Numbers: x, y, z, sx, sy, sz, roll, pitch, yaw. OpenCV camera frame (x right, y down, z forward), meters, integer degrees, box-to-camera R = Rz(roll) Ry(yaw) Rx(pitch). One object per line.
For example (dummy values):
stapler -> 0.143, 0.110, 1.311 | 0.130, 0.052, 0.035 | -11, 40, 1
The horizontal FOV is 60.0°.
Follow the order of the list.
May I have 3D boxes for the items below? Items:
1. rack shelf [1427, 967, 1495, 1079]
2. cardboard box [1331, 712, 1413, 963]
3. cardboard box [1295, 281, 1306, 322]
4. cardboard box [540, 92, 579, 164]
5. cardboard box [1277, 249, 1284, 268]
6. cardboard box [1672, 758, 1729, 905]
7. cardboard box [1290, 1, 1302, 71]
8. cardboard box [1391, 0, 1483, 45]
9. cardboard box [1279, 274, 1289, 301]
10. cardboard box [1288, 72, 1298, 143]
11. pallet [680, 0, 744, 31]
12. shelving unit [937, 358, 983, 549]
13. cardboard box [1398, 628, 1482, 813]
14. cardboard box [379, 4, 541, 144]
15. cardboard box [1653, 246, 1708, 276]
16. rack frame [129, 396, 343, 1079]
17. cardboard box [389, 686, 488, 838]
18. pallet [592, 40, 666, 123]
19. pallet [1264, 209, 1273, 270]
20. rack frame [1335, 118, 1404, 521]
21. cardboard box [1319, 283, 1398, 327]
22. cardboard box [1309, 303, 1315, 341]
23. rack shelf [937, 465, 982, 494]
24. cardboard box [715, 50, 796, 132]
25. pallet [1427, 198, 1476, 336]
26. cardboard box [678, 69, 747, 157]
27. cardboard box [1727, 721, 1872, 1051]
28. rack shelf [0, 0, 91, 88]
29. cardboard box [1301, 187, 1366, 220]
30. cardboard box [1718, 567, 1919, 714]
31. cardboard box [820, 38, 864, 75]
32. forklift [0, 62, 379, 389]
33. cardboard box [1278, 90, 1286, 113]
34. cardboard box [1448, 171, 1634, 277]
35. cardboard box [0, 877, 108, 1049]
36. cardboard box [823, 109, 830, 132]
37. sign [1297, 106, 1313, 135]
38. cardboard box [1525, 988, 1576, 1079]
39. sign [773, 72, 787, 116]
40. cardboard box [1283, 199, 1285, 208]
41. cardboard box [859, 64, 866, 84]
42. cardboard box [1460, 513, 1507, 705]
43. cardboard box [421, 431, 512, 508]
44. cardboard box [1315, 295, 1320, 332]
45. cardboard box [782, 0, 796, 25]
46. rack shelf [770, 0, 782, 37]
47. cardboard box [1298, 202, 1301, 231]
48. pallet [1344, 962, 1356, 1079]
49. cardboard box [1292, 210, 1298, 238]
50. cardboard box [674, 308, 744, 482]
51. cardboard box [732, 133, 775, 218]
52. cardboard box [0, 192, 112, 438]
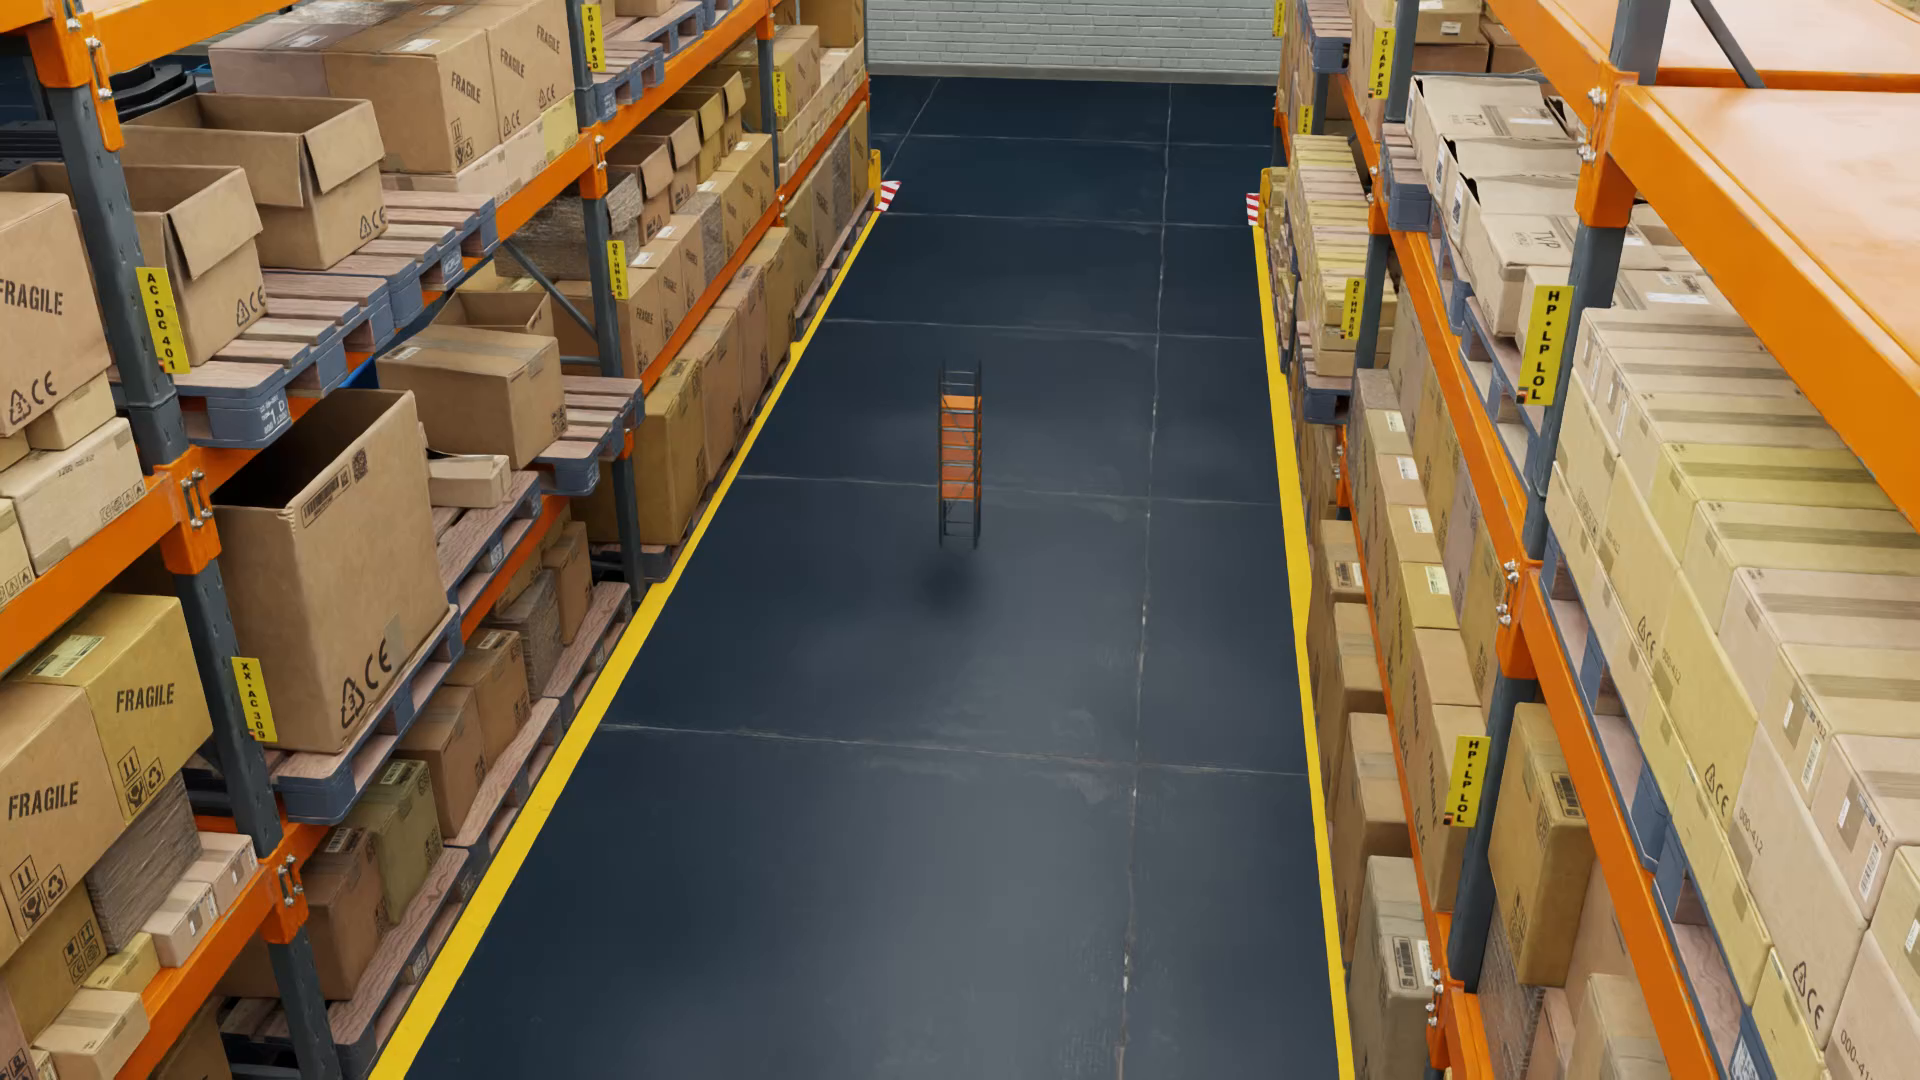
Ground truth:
rack shelf -> 1.795, 2.475, 3.544 | 1.077, 0.370, 4.000 | 3, 28, 6
cardboard box -> 2.149, 1.271, 6.949 | 1.050, 0.750, 0.750 | 3, 28, 6
cardboard box -> 2.668, -1.631, 11.809 | 0.500, 0.250, 0.500 | 2, 28, 4
cardboard box -> -2.195, -2.018, 8.121 | 0.500, 0.250, 0.500 | 3, 29, 6
cardboard box -> 2.952, -2.405, 14.406 | 0.380, 0.149, 0.250 | 3, 28, 6
cardboard box -> 1.504, 0.529, 2.951 | 0.380, 0.149, 0.250 | 3, 28, 6
cardboard box -> 2.992, -4.130, 13.571 | 0.500, 0.500, 0.500 | 2, 28, 5
cardboard box -> 2.322, -2.573, 8.081 | 0.396, 0.266, 0.258 | 3, 28, 6
cardboard box -> 2.780, -2.032, 13.400 | 0.380, 0.149, 0.250 | 2, 28, 4
cardboard box -> 2.926, -3.446, 13.358 | 0.500, 0.500, 0.500 | 3, 28, 6
pallet -> -1.953, -3.687, 11.262 | 0.805, 0.209, 1.217 | 2, 28, 4
shelving unit -> -0.002, -0.521, 10.245 | 0.258, 1.200, 0.189 | 3, 28, 6
cardboard box -> 1.901, 0.674, 6.023 | 0.500, 0.500, 0.500 | 3, 28, 6
cardboard box -> -2.242, -2.105, 7.492 | 0.500, 0.500, 0.500 | 3, 28, 6
cardboard box -> 2.470, -0.867, 5.542 | 0.380, 0.149, 0.250 | 3, 28, 6
rack frame -> -2.870, 0.881, 5.744 | 1.000, 3.000, 0.127 | 3, 28, 6
cardboard box -> -2.628, 1.013, 7.670 | 0.700, 0.500, 0.500 | 1, 28, 2
pallet -> -2.354, -2.545, 9.141 | 1.213, 0.211, 1.003 | 5, 29, 9
pallet -> 3.367, -2.788, 15.495 | 1.003, 0.211, 1.213 | 3, 28, 6
rack frame -> 2.530, -0.666, 8.616 | 1.000, 3.000, 0.127 | 3, 28, 6
cardboard box -> 2.135, -1.260, 8.912 | 0.380, 0.149, 0.250 | 2, 28, 4
cardboard box -> 2.198, -1.237, 9.498 | 0.380, 0.149, 0.250 | 4, 29, 7
rack shelf -> -0.002, -0.377, 10.323 | 0.258, 0.103, 0.180 | 3, 28, 6
cardboard box -> -1.577, -3.490, 12.912 | 0.500, 0.500, 0.500 | 3, 28, 6
pallet -> 2.370, -1.071, 6.403 | 1.003, 0.211, 1.213 | 5, 29, 9
cardboard box -> -1.960, -3.069, 11.913 | 0.797, 0.503, 0.637 | 3, 28, 5
cardboard box -> 1.519, 0.530, 2.530 | 0.500, 0.250, 0.500 | 4, 29, 7
rack shelf -> -3.115, -0.501, 2.745 | 1.077, 0.370, 4.000 | 3, 28, 6
cardboard box -> 2.358, -2.118, 10.505 | 0.380, 0.149, 0.250 | 4, 29, 8
cardboard box -> 1.504, 0.178, 2.763 | 0.380, 0.149, 0.250 | 3, 28, 6
cardboard box -> -1.196, -4.589, 15.742 | 0.500, 0.250, 0.500 | 3, 28, 5
forklift -> -5.215, -1.344, 9.947 | 3.031, 2.935, 1.130 | 1, 28, 1
cardboard box -> 3.069, -3.942, 14.961 | 0.380, 0.149, 0.250 | 3, 28, 5
cardboard box -> 2.037, -1.131, 5.862 | 0.500, 0.311, 0.500 | 2, 28, 4
cardboard box -> -3.083, 1.148, 4.830 | 0.875, 0.500, 0.500 | 3, 28, 6
cardboard box -> -1.334, -3.628, 14.378 | 0.380, 0.149, 0.250 | 3, 28, 5
sign -> 2.481, -2.958, 11.957 | 0.100, 0.325, 0.005 | 3, 28, 6
cardboard box -> 1.962, 1.585, 4.279 | 0.875, 0.550, 0.550 | 3, 28, 6
sign -> -1.350, -3.333, 12.428 | 0.100, 0.325, 0.005 | 3, 28, 6
cardboard box -> 3.045, -2.897, 14.693 | 0.380, 0.149, 0.250 | 4, 29, 8
cardboard box -> -1.117, -4.470, 15.942 | 0.380, 0.149, 0.250 | 4, 29, 7
cardboard box -> 2.156, 0.256, 5.744 | 0.700, 0.500, 0.500 | 3, 28, 5
cardboard box -> -2.316, -0.327, 7.685 | 0.396, 0.266, 0.258 | 3, 28, 5
cardboard box -> 2.170, -1.256, 9.219 | 0.380, 0.149, 0.250 | 4, 29, 8
cardboard box -> -1.788, -4.717, 15.189 | 0.500, 0.500, 0.500 | 3, 28, 5
rack shelf -> -1.645, -4.830, 13.941 | 1.077, 0.370, 4.000 | 3, 28, 6
cardboard box -> 2.393, -2.102, 10.790 | 0.380, 0.149, 0.250 | 4, 29, 8
pallet -> 2.060, 2.077, 6.464 | 1.003, 0.211, 1.213 | 3, 28, 6
cardboard box -> 2.421, -2.098, 11.096 | 0.380, 0.149, 0.250 | 4, 29, 7
cardboard box -> -2.158, -0.994, 11.022 | 1.225, 0.875, 0.875 | 3, 29, 6
cardboard box -> -1.676, -2.693, 12.272 | 0.500, 0.500, 0.500 | 3, 29, 6
cardboard box -> -2.672, -0.608, 4.399 | 0.500, 0.500, 0.500 | 3, 28, 5
